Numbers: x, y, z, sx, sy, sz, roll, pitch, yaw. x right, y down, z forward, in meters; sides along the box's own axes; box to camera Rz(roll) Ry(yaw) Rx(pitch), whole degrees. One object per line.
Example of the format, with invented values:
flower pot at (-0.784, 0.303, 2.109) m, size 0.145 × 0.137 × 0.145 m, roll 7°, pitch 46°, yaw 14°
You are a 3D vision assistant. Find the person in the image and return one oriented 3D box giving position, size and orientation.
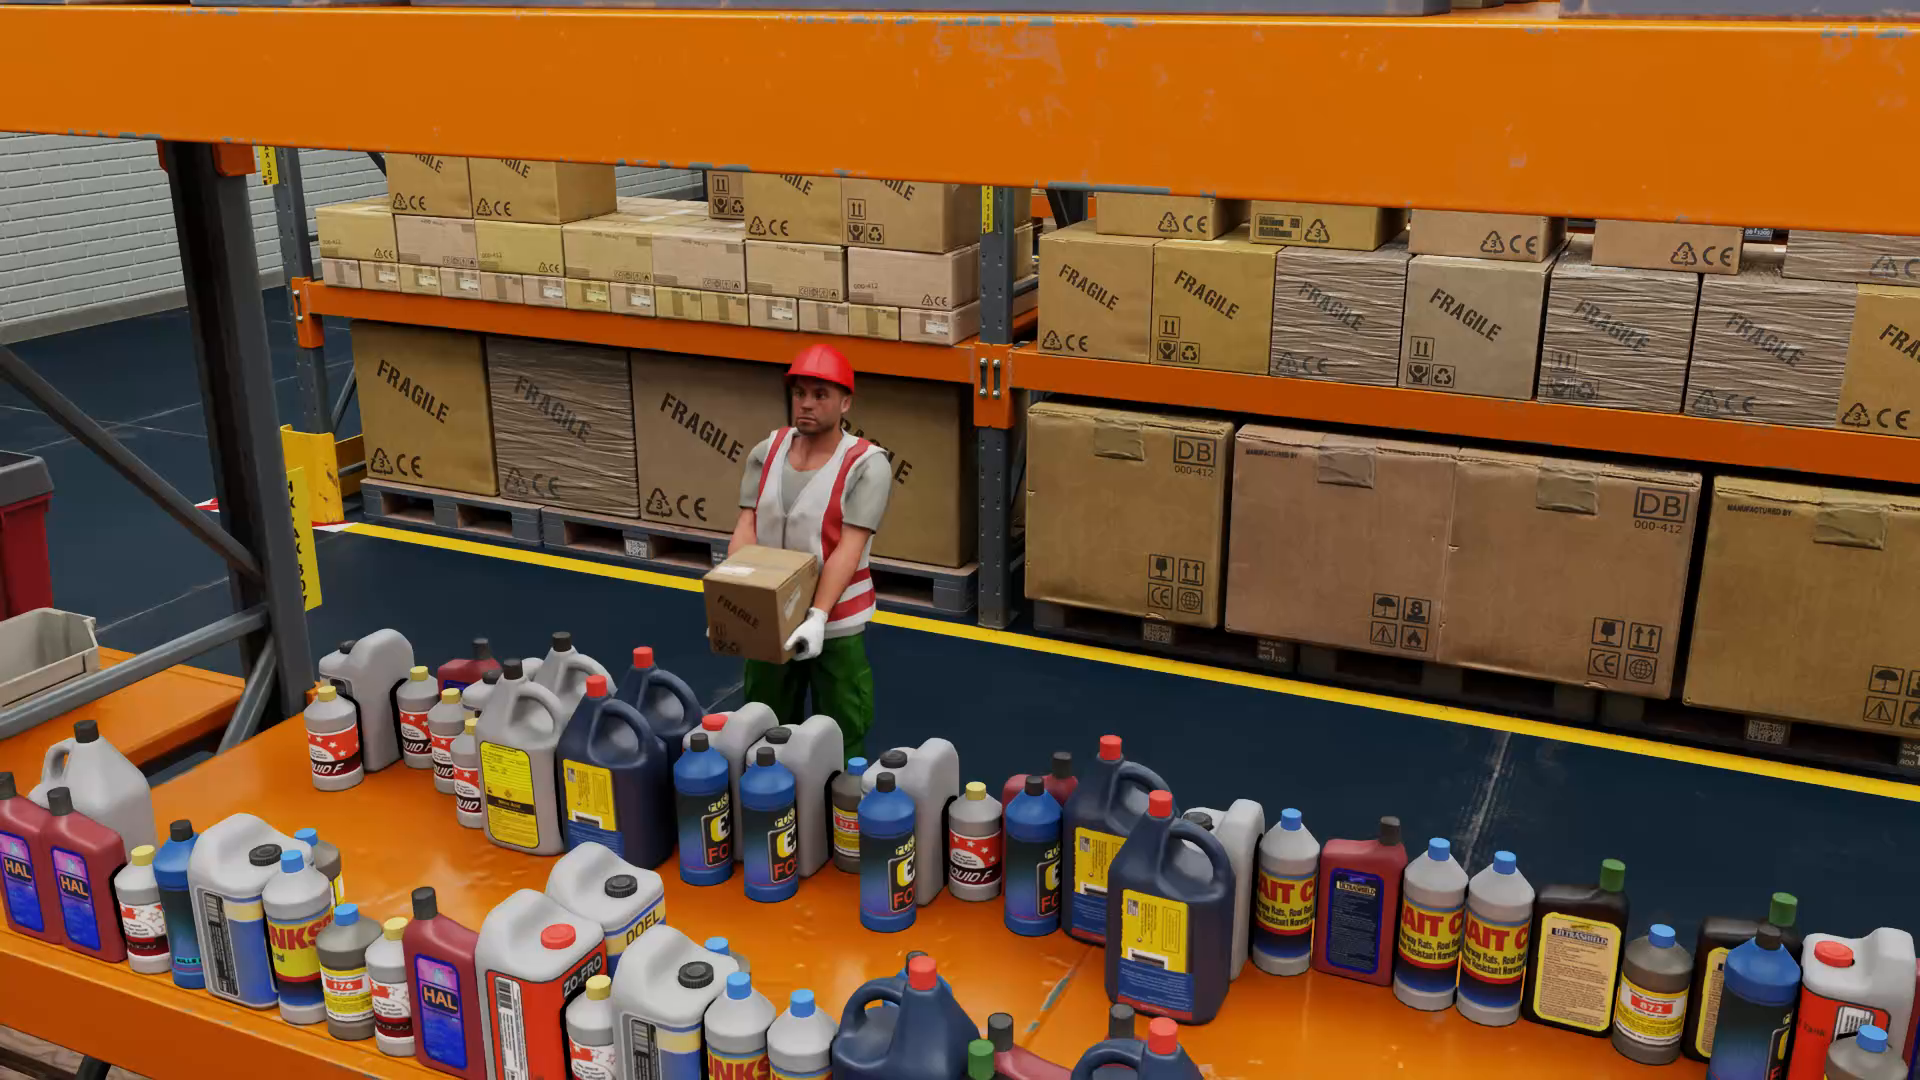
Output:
person at (-0.498, 0.300, 5.157) m, size 0.494 × 1.782 × 0.573 m, roll 8°, pitch 21°, yaw 23°
